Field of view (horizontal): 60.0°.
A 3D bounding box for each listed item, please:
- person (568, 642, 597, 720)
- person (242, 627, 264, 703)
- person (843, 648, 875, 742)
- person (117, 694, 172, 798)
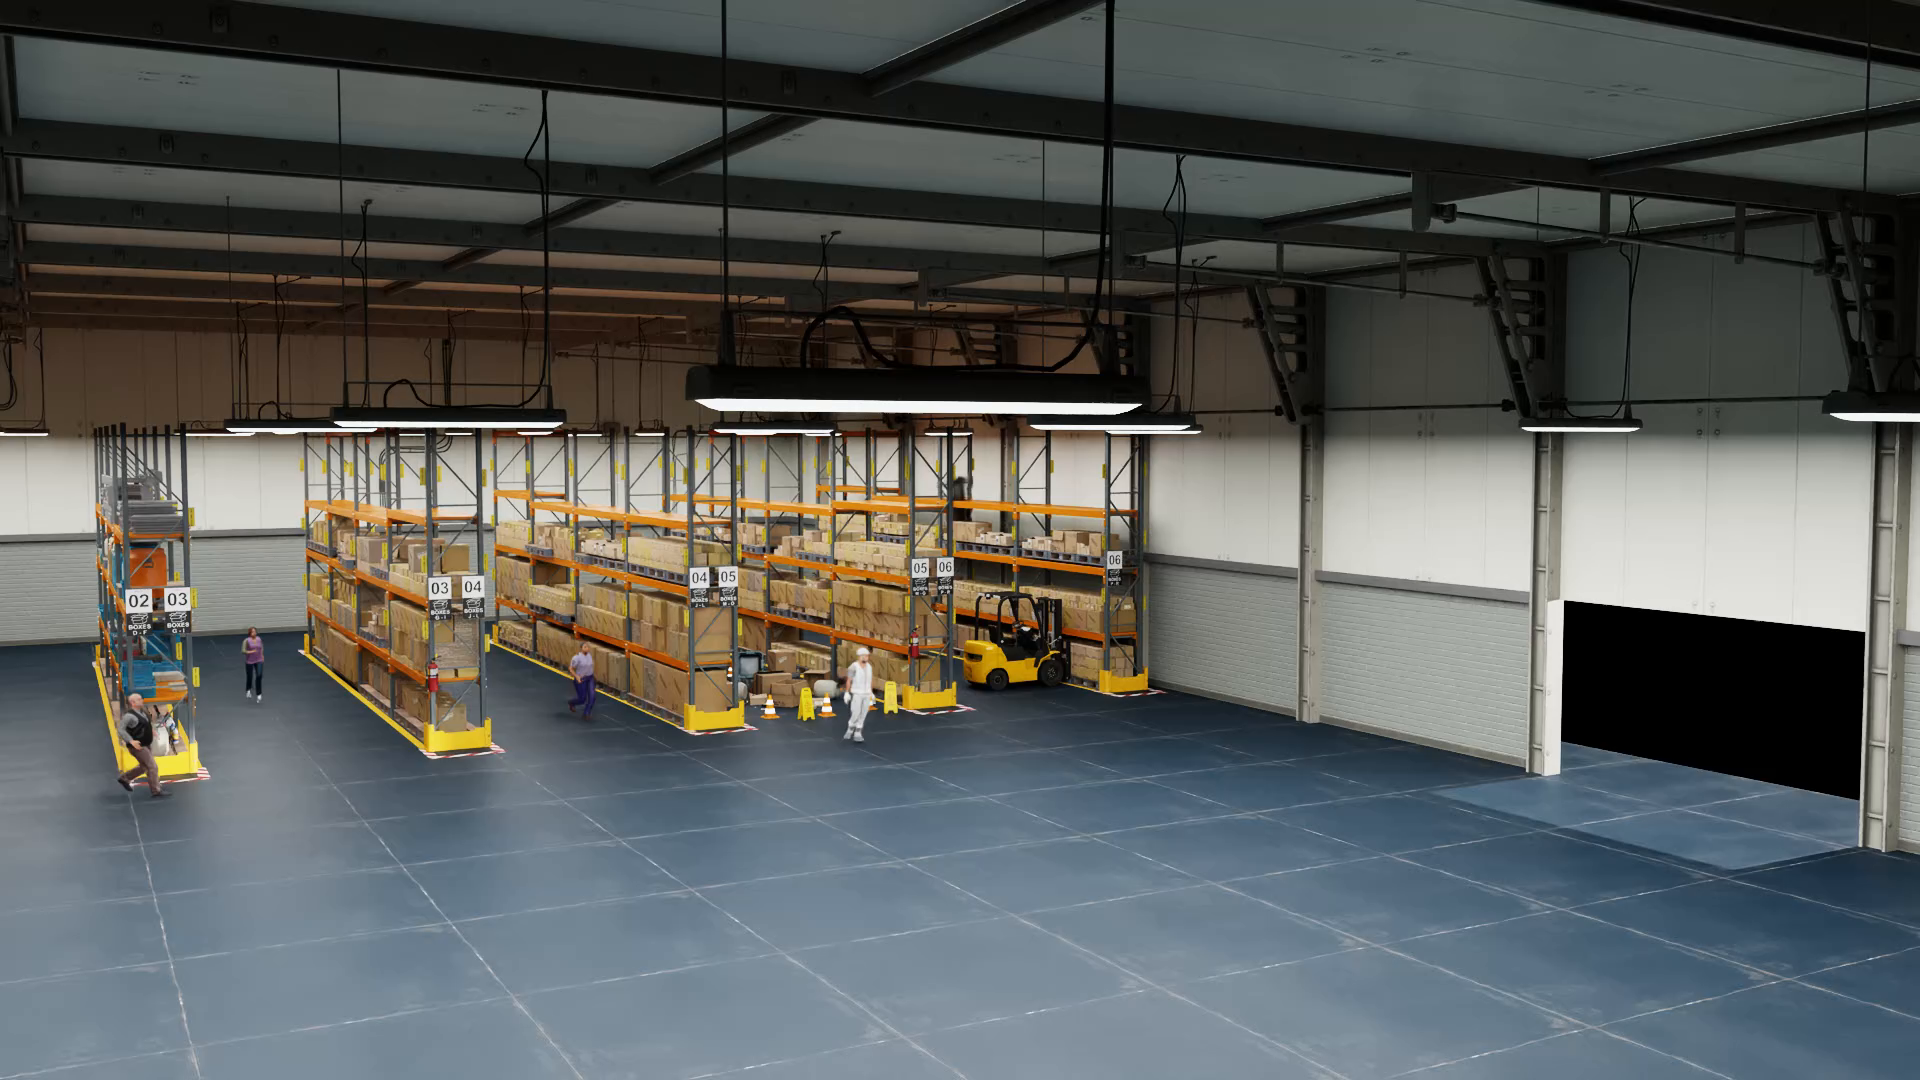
[{"bbox_3d":[-7.717,2.875,33.990,0.640,1.600,0.614,3,5,41],"label":"person"},{"bbox_3d":[-15.472,2.704,36.378,0.495,1.621,0.824,-2,4,-34],"label":"person"},{"bbox_3d":[-1.913,2.917,31.406,0.610,1.779,0.432,-3,4,-39],"label":"person"},{"bbox_3d":[-13.030,3.281,26.431,0.846,1.695,0.698,0,3,-4],"label":"person"}]
